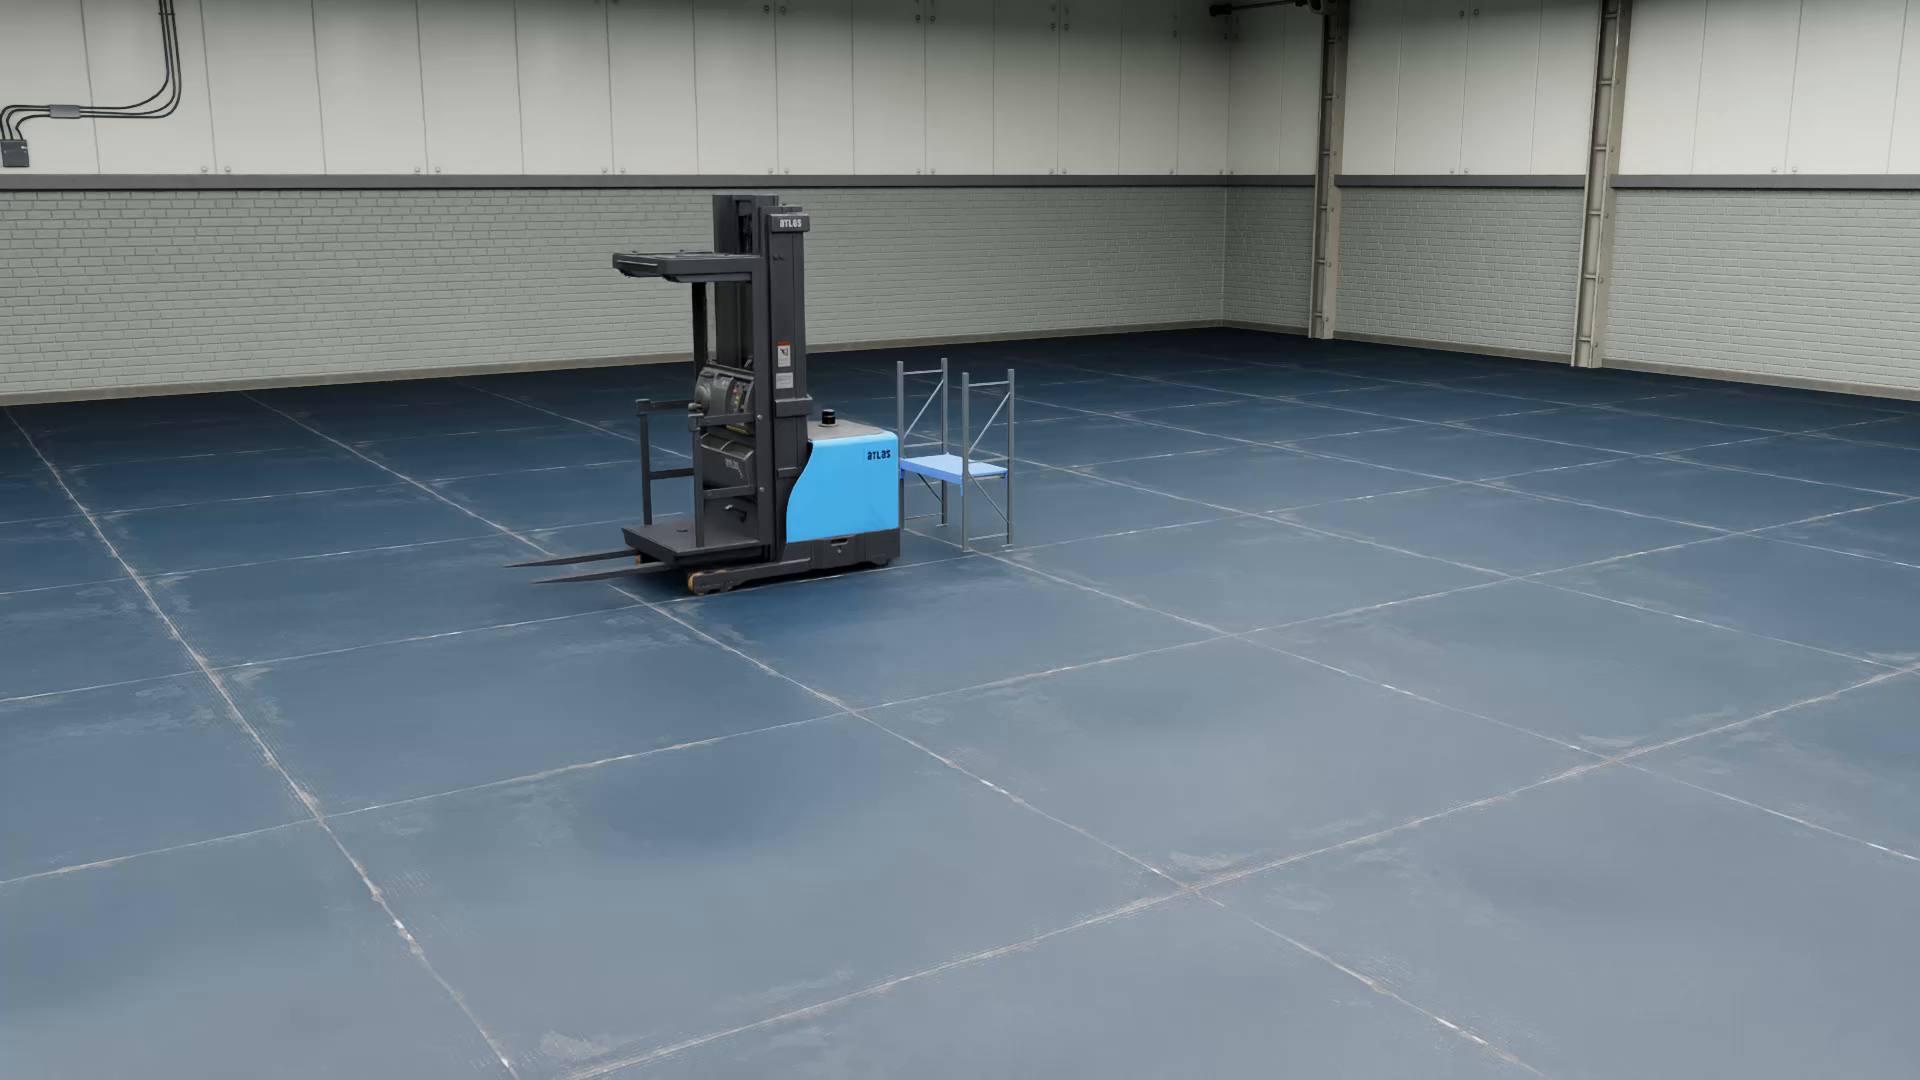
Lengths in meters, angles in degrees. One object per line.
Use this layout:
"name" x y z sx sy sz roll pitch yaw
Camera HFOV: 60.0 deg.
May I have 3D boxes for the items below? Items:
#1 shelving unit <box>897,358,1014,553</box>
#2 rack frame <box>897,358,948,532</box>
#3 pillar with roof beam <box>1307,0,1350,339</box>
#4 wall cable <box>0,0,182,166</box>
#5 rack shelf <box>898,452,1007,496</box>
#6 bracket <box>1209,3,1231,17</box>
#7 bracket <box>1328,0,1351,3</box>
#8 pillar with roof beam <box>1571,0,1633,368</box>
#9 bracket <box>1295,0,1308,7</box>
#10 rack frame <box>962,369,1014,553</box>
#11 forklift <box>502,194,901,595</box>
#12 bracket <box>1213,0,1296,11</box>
"shelving unit" -0.047 -0.748 14.271 0.538 1.500 1.048 -8 15 -33
"rack frame" -0.329 -0.838 14.684 0.500 1.500 0.032 -8 15 -33
"pillar with roof beam" 3.439 -7.818 29.047 9.100 9.000 0.548 -8 15 -33
"wall cable" -11.820 -8.062 22.201 2.305 6.003 0.169 -8 15 -33
"rack shelf" -0.047 -0.572 14.309 0.538 0.185 1.000 -8 15 -33
"bracket" 5.184 -10.539 33.065 0.235 0.232 0.430 -8 15 -33
"bracket" 6.957 -9.970 30.463 0.235 0.232 0.430 -8 15 -33
"pillar with roof beam" 6.763 -6.751 24.167 9.100 9.000 0.400 -8 15 -33
"bracket" 6.497 -10.118 31.138 0.235 0.232 0.430 -8 15 -33
"rack frame" 0.234 -0.657 13.857 0.500 1.500 0.032 -8 15 -33
"forklift" -1.993 -1.147 12.748 3.031 2.935 1.130 -8 15 -33
"bracket" 5.512 -10.434 32.585 0.076 0.066 3.189 -8 15 -33
